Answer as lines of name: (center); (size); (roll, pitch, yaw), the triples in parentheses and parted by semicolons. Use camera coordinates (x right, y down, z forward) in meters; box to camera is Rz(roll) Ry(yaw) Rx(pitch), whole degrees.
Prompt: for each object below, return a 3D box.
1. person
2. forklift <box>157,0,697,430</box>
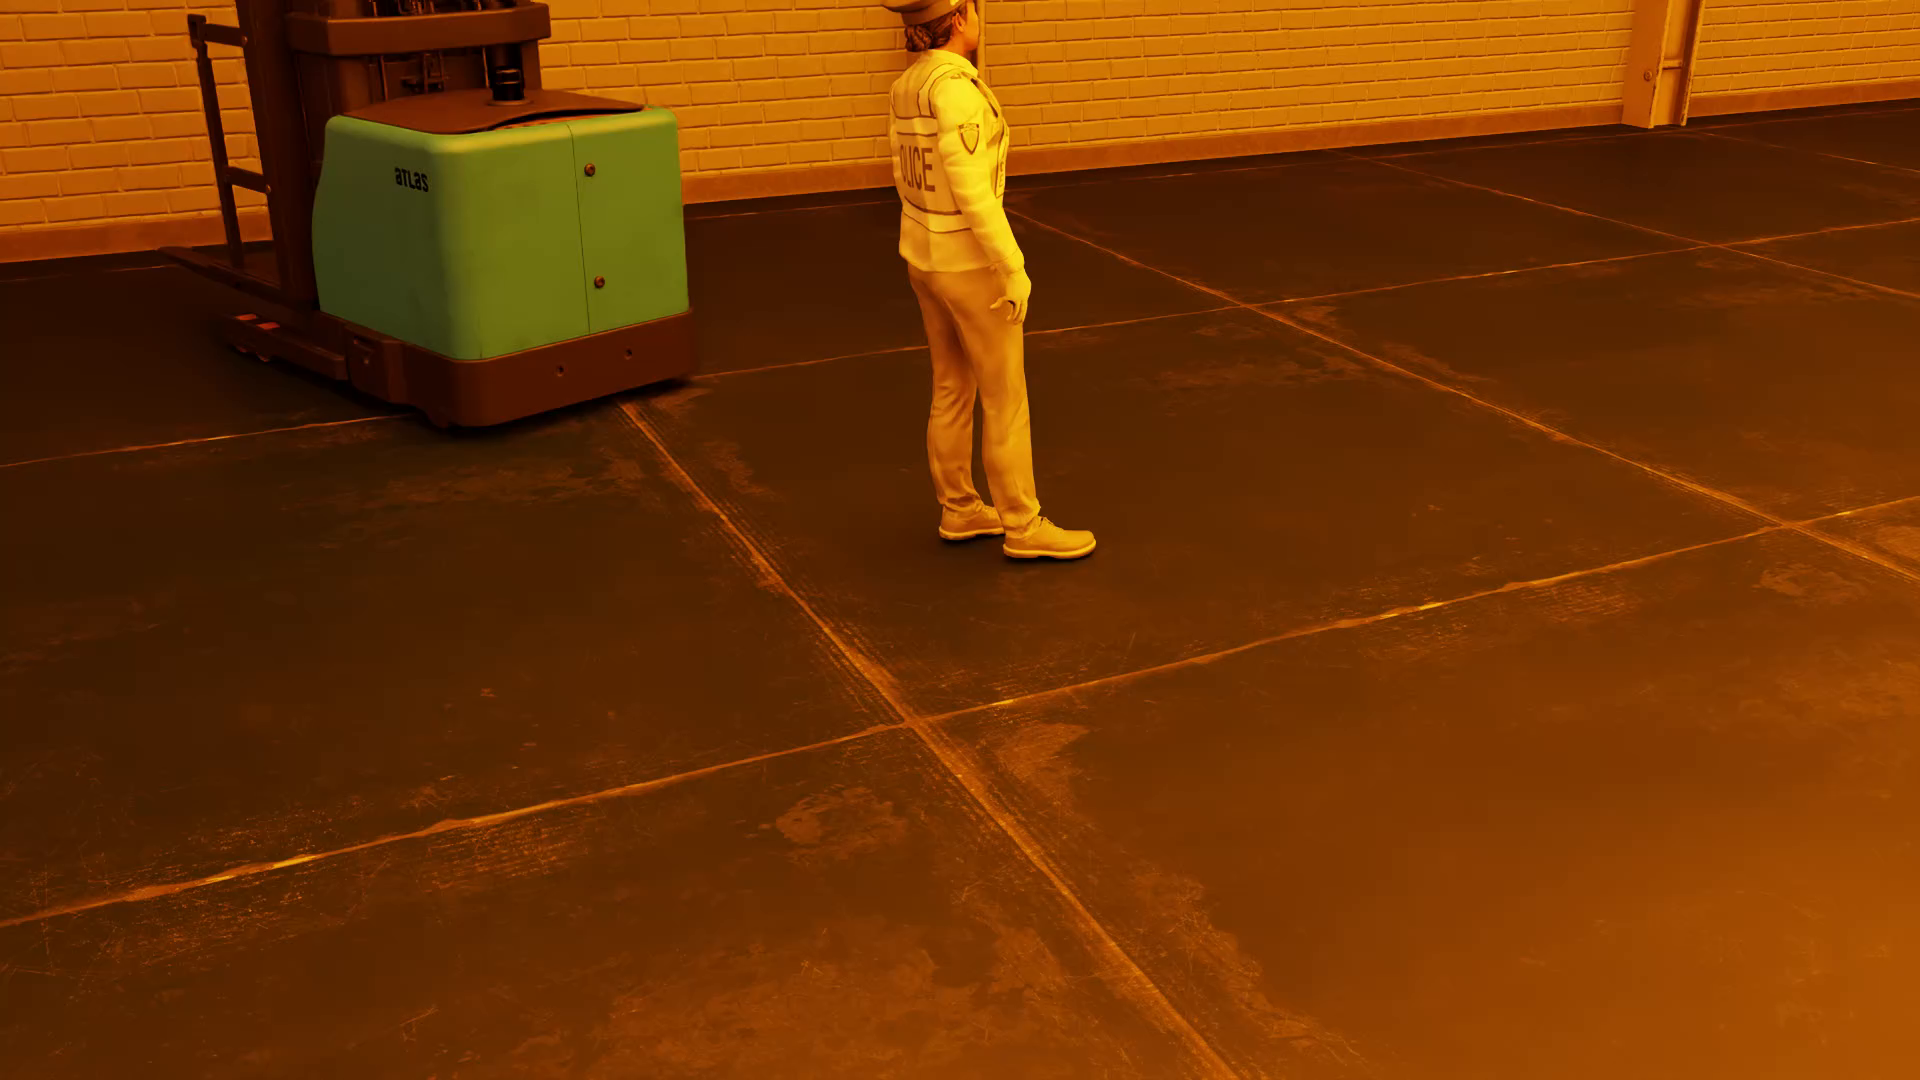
person: (0.065, -0.798, 4.800); (0.532, 1.694, 0.586); (-10, 25, -23)
forklift: (-2.451, -2.214, 6.617); (3.031, 2.935, 1.130); (20, 30, 39)
